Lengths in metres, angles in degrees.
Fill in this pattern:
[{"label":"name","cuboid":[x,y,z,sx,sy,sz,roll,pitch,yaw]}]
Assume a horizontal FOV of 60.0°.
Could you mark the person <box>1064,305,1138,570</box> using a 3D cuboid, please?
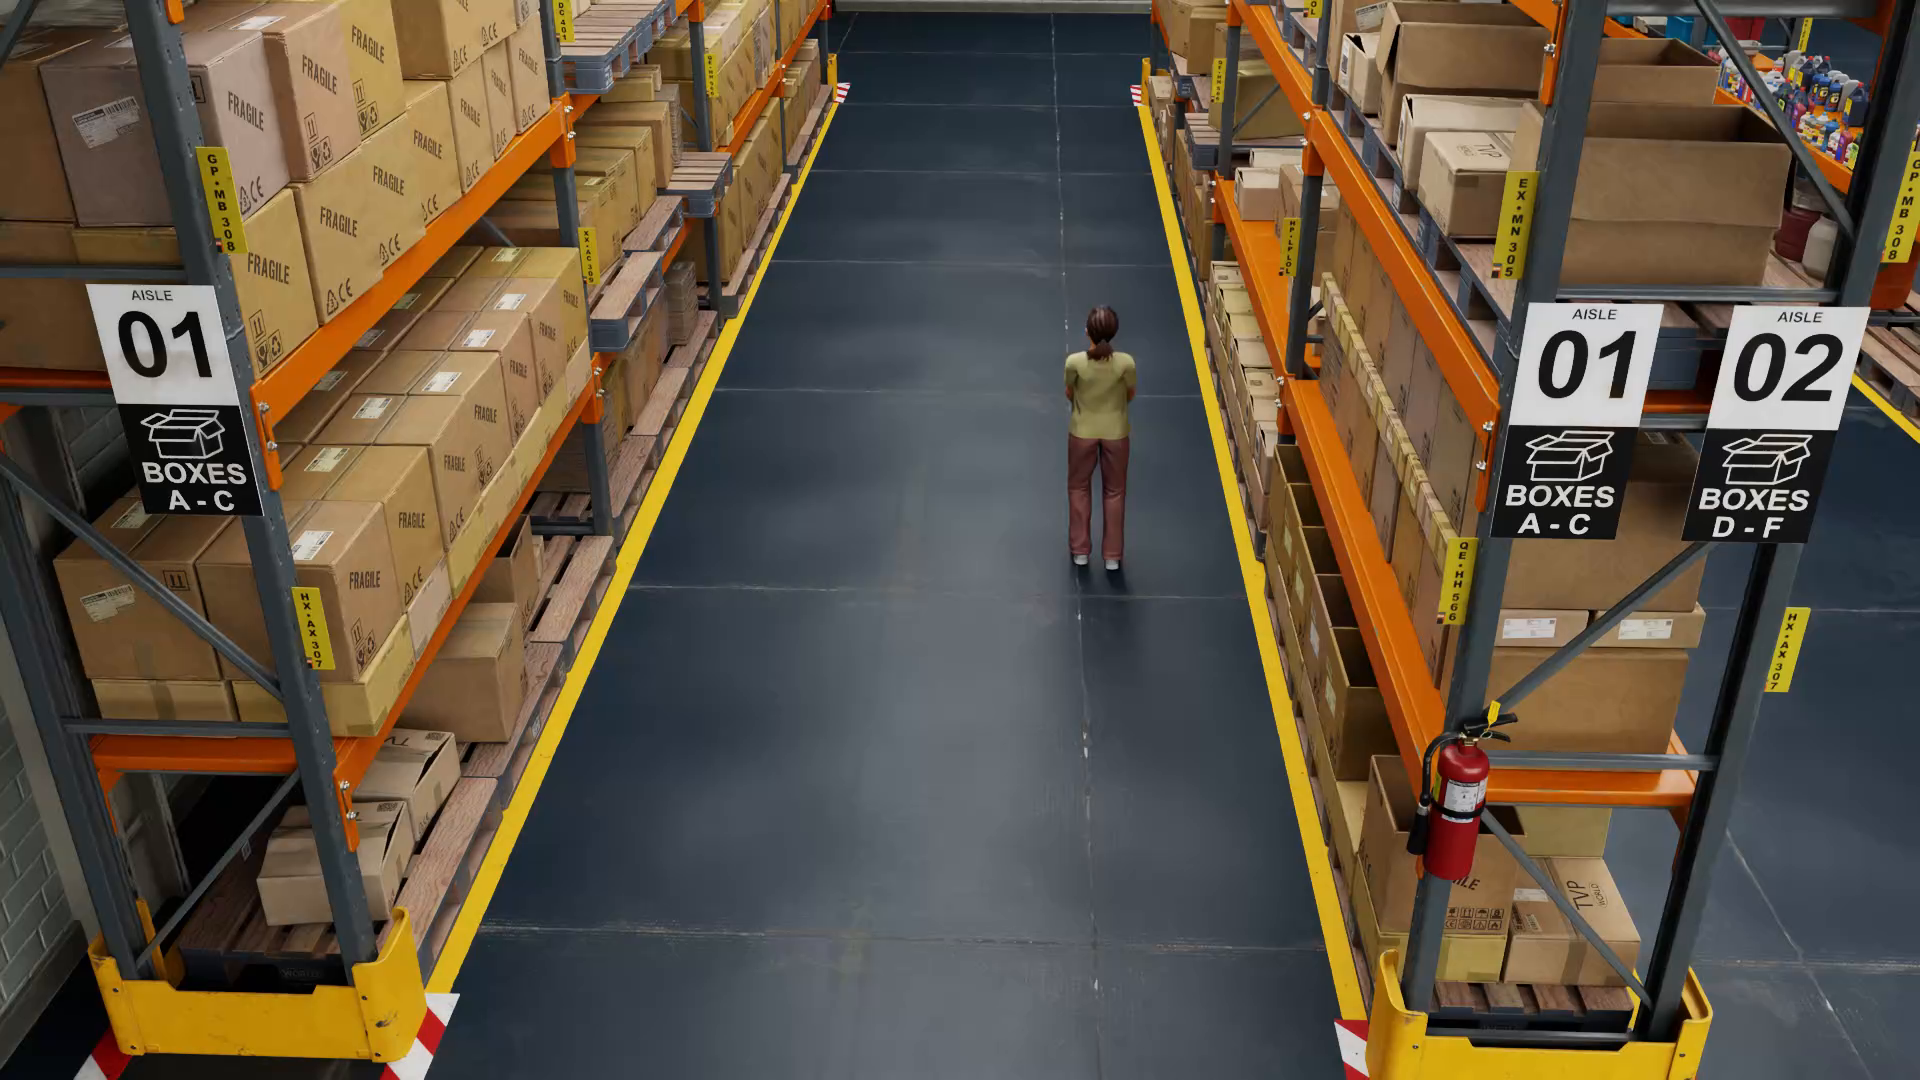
[{"label":"person","cuboid":[0.816,-0.632,9.822,0.425,1.665,0.556,1,28,3]}]
